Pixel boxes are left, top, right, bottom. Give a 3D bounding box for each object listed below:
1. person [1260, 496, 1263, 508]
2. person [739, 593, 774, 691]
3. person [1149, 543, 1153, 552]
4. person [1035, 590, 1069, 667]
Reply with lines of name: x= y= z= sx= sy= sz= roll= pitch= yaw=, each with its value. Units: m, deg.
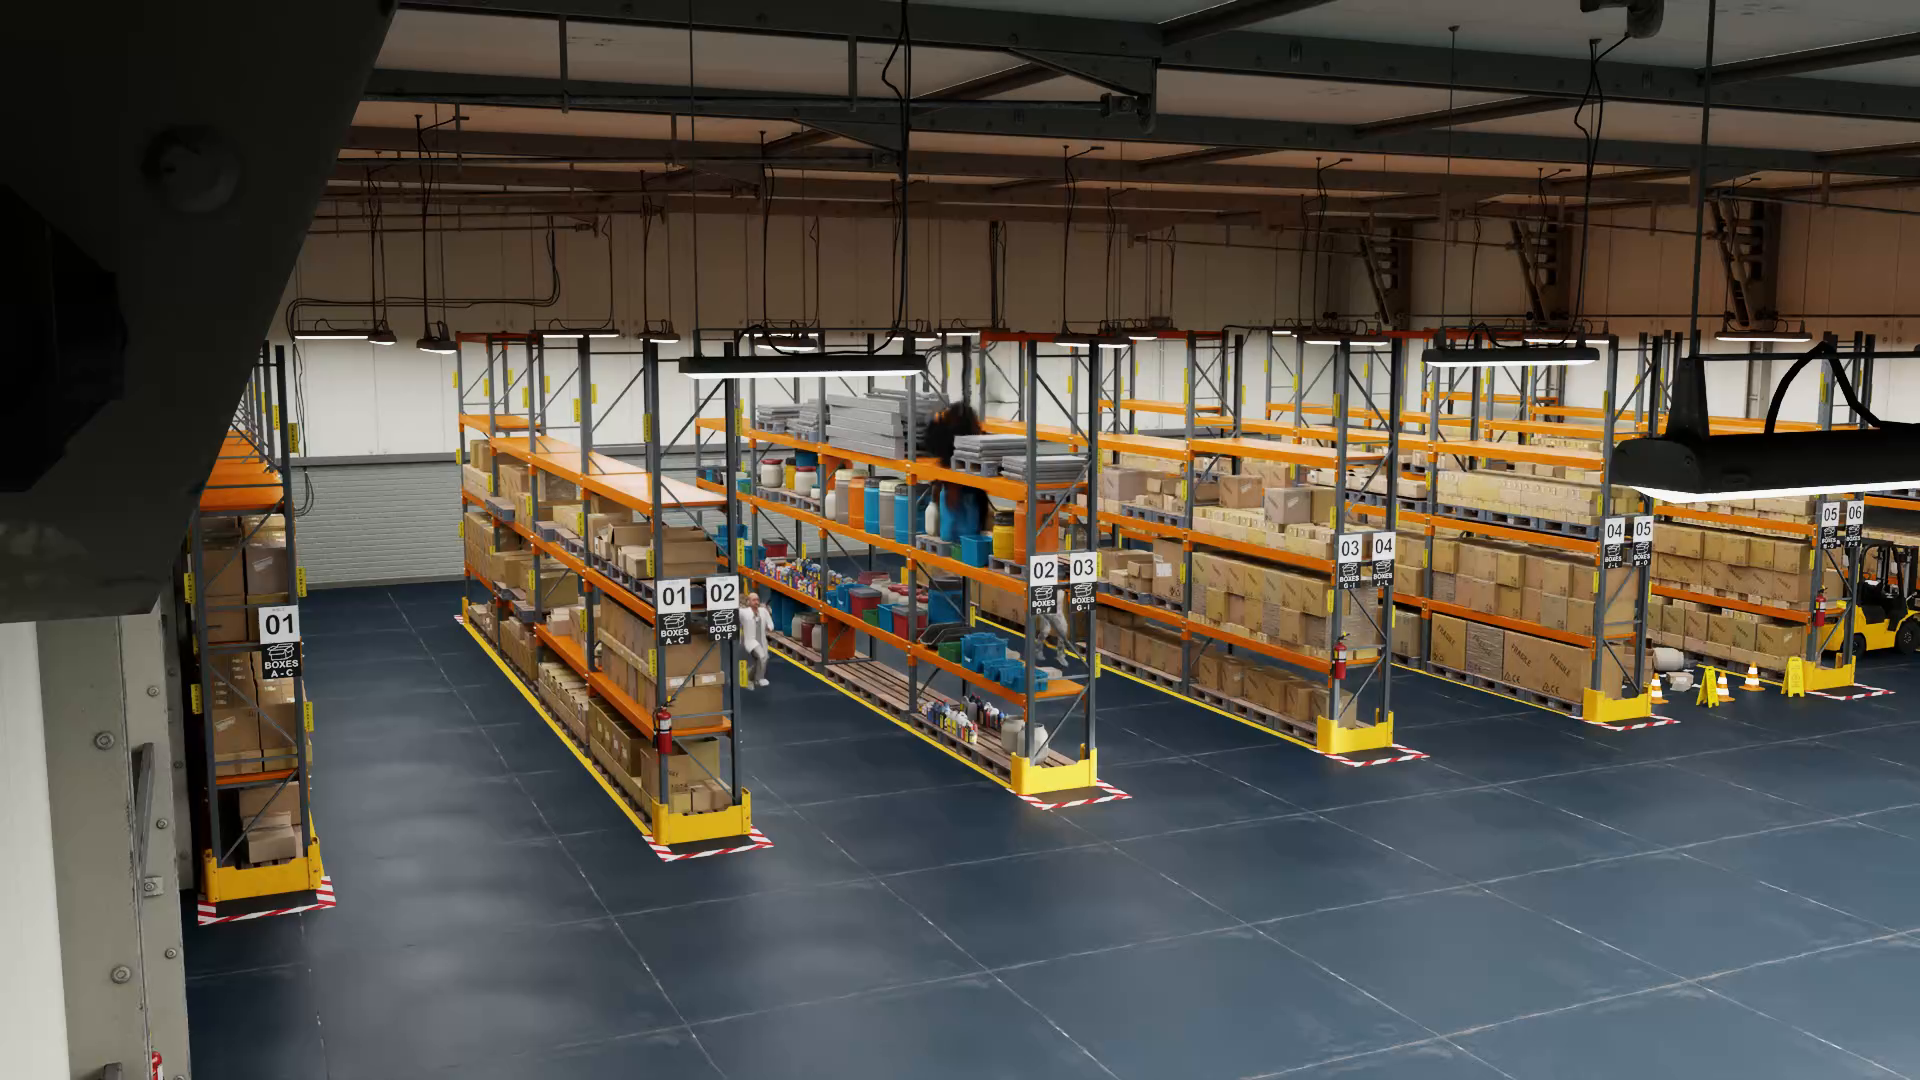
person: x=8.134 y=-0.404 z=44.162 sx=0.898 sy=1.600 sz=0.686 roll=0 pitch=8 yaw=0
person: x=-3.407 y=1.716 z=27.490 sx=0.714 sy=1.704 sz=1.027 roll=-5 pitch=9 yaw=-35
person: x=4.947 y=-0.121 z=41.398 sx=0.707 sy=1.743 sz=0.920 roll=-6 pitch=10 yaw=-36
person: x=1.582 y=1.302 z=29.261 sx=0.658 sy=1.793 sz=0.801 roll=-5 pitch=9 yaw=-31
